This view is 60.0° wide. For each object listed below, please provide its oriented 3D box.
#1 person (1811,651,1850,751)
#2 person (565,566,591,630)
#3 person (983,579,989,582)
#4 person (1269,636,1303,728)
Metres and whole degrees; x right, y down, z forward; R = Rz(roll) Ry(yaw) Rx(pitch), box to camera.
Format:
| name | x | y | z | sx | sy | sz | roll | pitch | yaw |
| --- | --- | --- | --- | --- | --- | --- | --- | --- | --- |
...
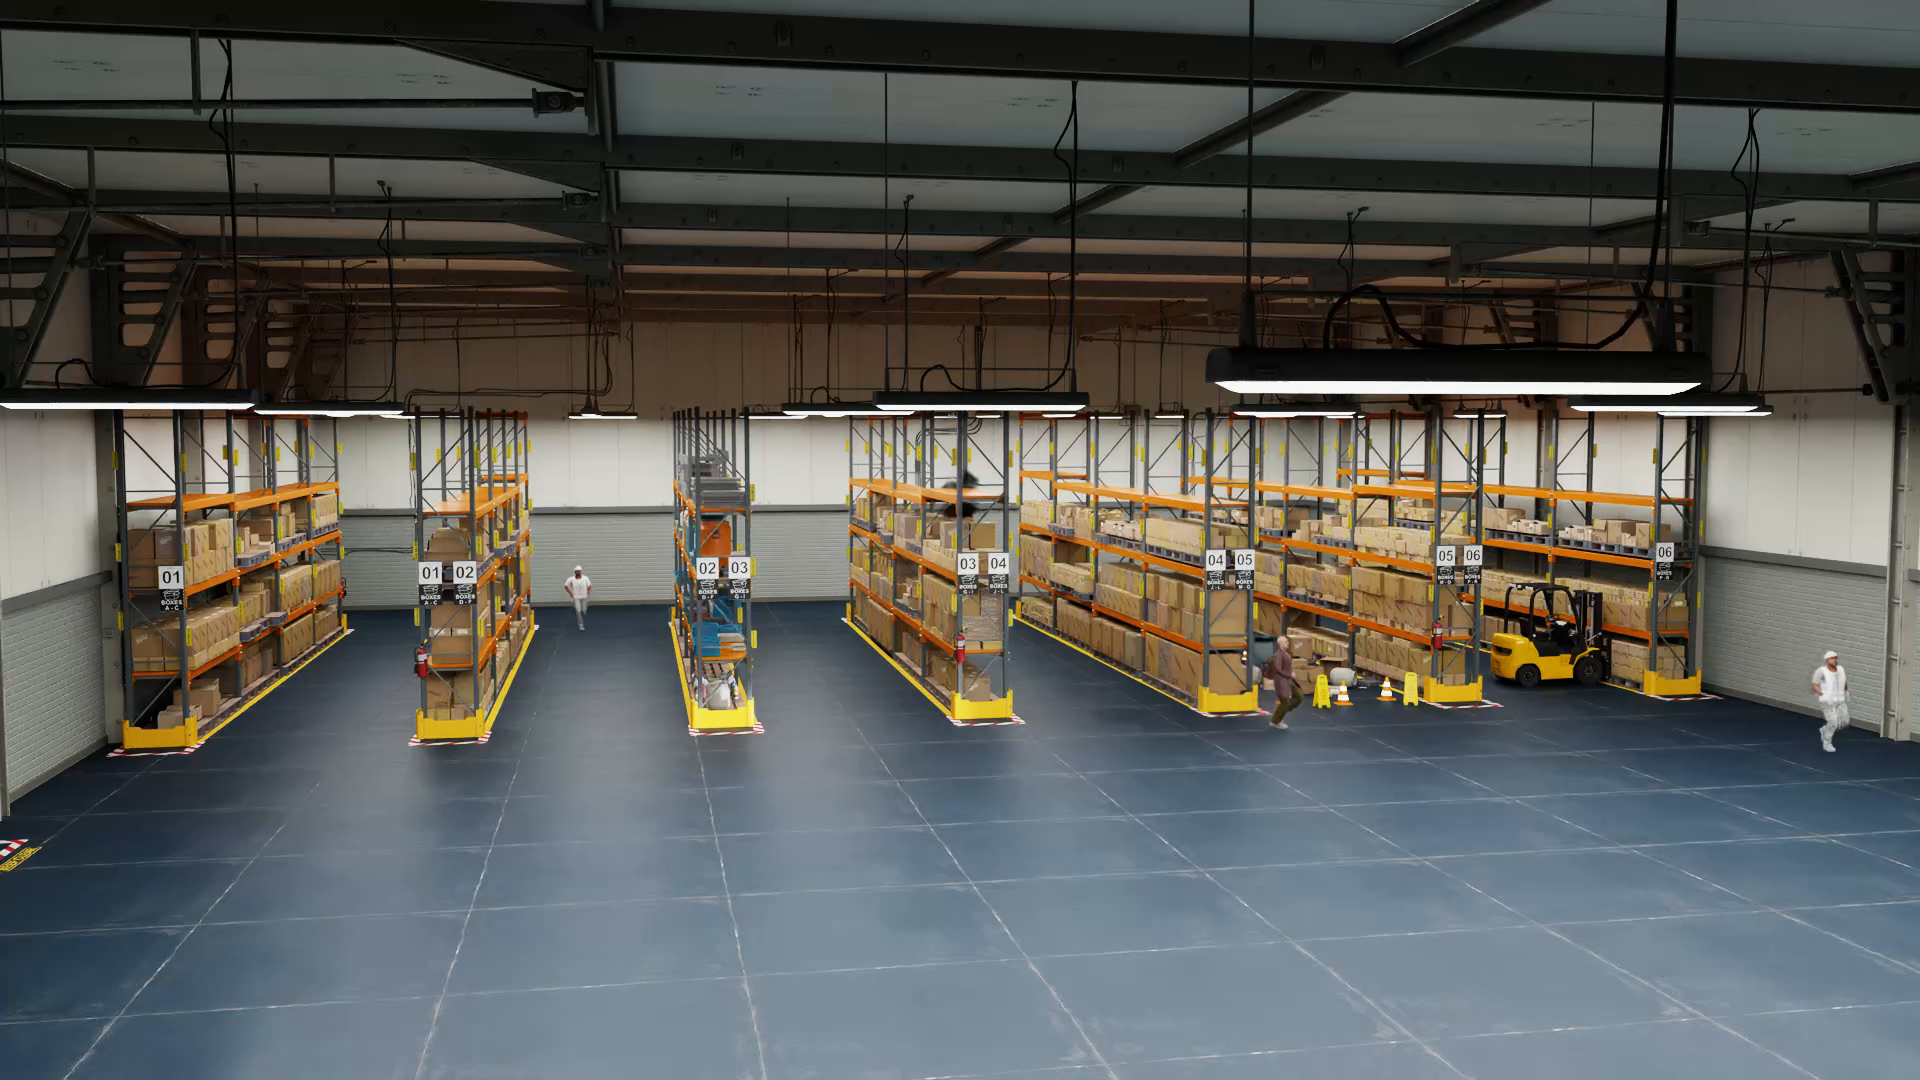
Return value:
| name | x | y | z | sx | sy | sz | roll | pitch | yaw |
| --- | --- | --- | --- | --- | --- | --- | --- | --- | --- |
| person | 15.170 | 2.800 | 28.937 | 0.683 | 1.742 | 0.547 | -1 | 4 | -10 |
| person | -10.497 | 1.589 | 45.776 | 0.713 | 1.748 | 0.826 | -2 | 4 | -25 |
| person | 0.848 | 1.449 | 48.965 | 0.647 | 1.630 | 0.791 | 3 | 5 | 39 |
| person | 6.055 | 2.655 | 30.989 | 0.609 | 1.732 | 0.724 | 2 | 5 | 31 |
